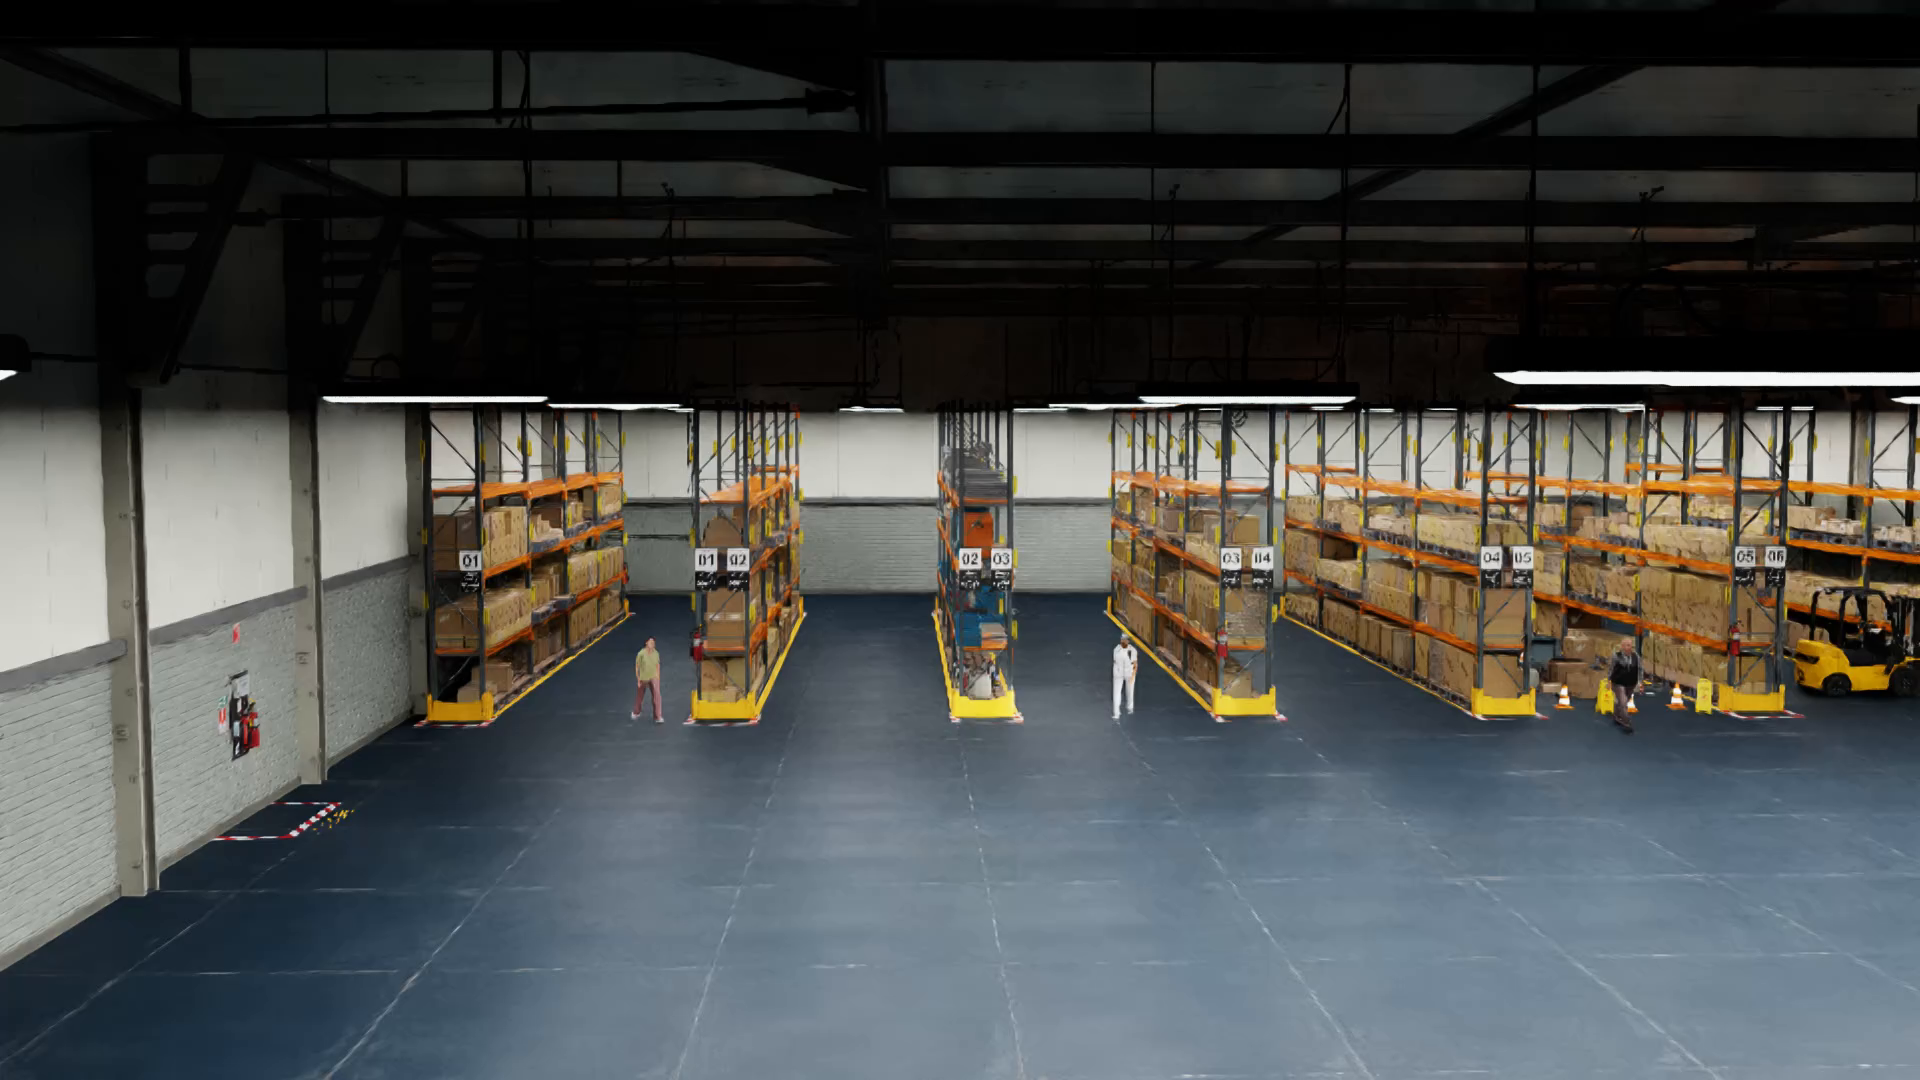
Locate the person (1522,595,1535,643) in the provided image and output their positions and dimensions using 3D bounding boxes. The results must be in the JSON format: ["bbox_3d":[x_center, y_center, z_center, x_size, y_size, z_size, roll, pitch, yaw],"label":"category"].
[{"bbox_3d":[13.497,1.867,39.660,0.551,1.665,0.552,2,5,28],"label":"person"}]

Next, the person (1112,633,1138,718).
[{"bbox_3d":[3.108,2.534,31.314,0.476,1.598,1.003,1,4,7],"label":"person"}]

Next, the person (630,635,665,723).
[{"bbox_3d":[-5.813,2.585,30.907,0.518,1.585,0.956,-2,5,-27],"label":"person"}]

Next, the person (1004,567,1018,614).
[{"bbox_3d":[1.470,1.200,47.663,0.527,1.784,0.600,-3,5,-30],"label":"person"}]

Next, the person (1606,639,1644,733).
[{"bbox_3d":[12.035,2.609,30.030,0.555,1.673,1.022,0,4,-3],"label":"person"}]
